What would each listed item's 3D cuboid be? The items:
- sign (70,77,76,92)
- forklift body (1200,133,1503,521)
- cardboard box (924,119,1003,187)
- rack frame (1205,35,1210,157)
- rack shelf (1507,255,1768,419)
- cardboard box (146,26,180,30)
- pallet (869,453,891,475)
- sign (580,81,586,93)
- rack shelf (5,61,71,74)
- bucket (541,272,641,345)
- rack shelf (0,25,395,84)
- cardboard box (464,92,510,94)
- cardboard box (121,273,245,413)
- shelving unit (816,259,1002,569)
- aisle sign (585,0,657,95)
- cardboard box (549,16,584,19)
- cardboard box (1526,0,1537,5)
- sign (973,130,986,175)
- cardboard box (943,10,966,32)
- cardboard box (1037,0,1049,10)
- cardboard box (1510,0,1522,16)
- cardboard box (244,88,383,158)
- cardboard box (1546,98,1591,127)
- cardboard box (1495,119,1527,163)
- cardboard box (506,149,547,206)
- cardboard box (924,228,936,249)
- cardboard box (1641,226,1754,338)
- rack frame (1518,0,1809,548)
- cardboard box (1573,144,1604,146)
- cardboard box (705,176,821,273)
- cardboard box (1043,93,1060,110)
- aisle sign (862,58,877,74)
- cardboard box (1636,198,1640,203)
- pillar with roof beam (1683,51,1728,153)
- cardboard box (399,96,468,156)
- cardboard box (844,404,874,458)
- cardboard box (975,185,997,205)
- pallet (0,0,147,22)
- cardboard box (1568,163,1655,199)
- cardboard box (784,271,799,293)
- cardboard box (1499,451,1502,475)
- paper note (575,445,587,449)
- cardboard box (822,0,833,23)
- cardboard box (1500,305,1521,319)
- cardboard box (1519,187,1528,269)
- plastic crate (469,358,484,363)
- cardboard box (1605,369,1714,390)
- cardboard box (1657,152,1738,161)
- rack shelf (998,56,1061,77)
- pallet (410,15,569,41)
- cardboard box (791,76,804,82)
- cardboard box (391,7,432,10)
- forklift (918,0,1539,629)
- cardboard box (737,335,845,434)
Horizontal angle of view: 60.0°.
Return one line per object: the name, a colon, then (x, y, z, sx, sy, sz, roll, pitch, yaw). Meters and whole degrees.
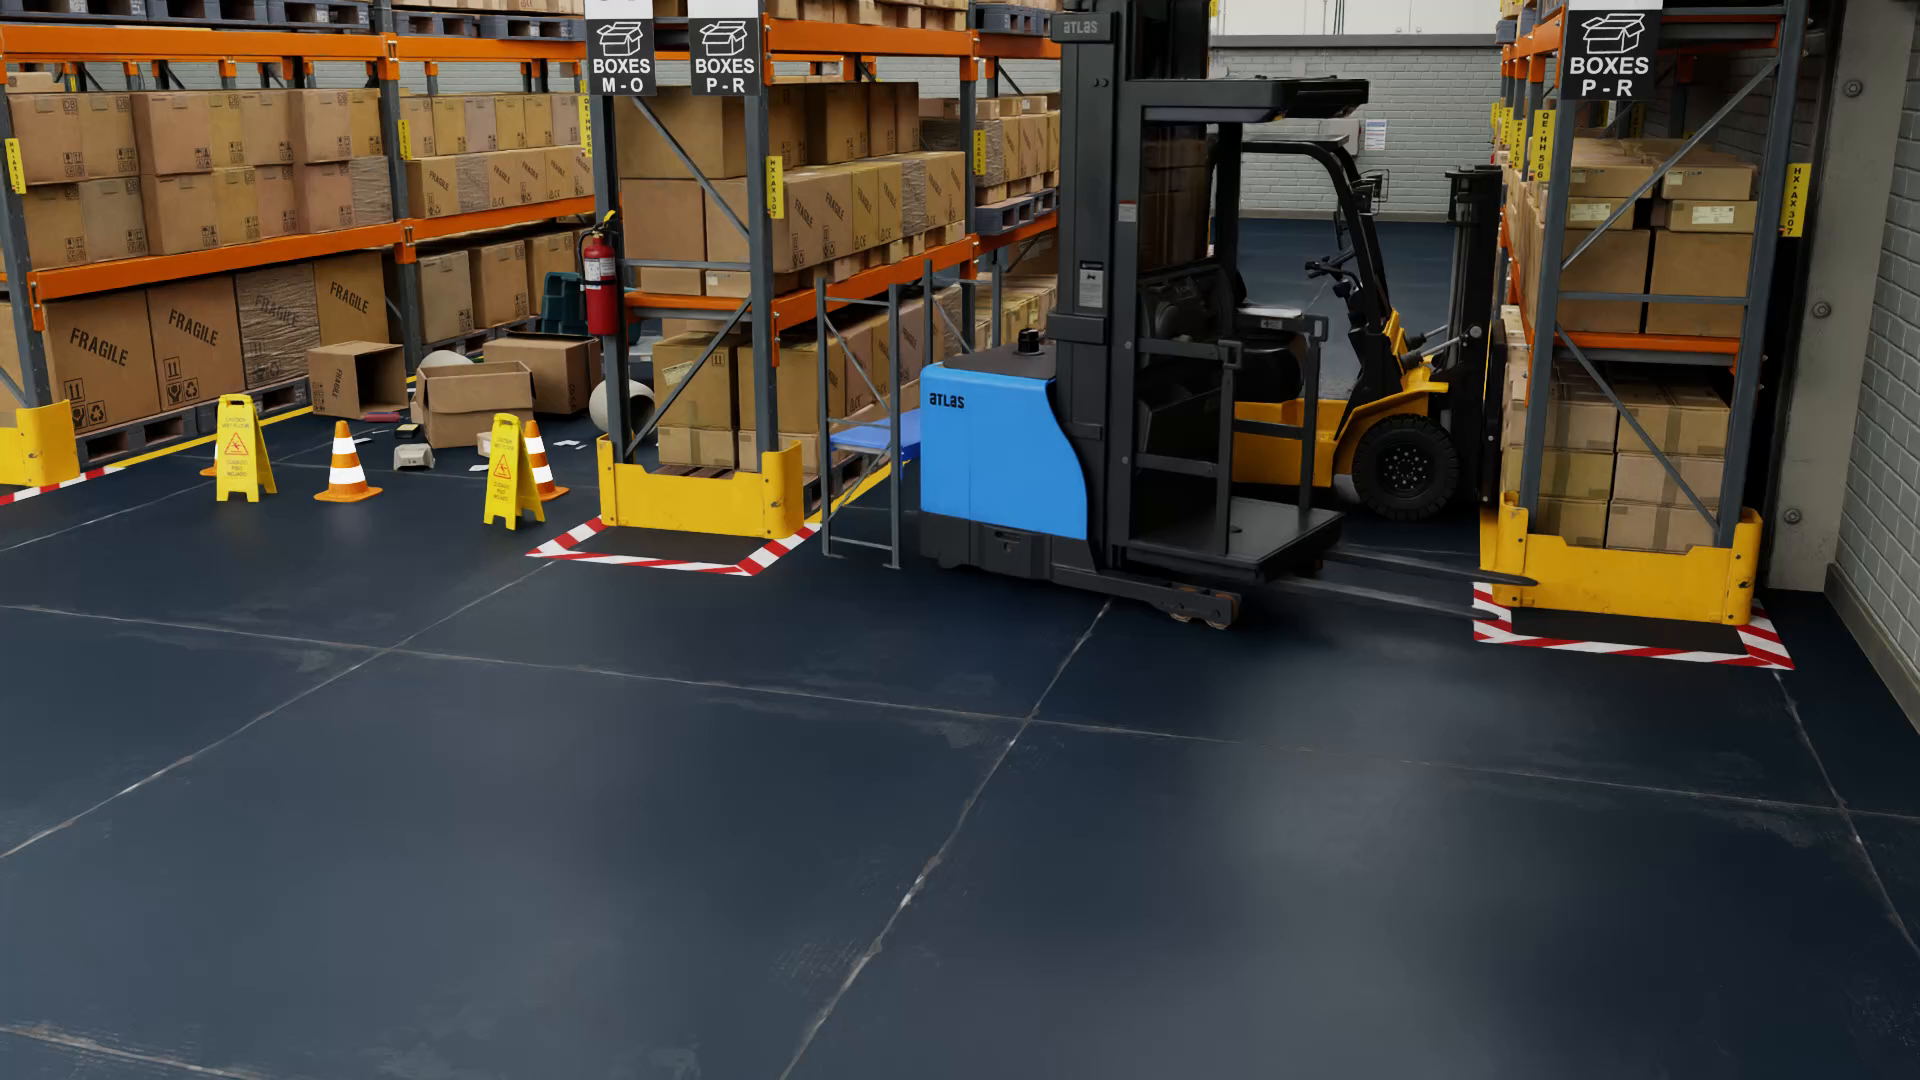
sign: (-15.440, -7.897, 28.974, 0.100, 0.325, 0.005, 5, 16, 16)
forklift body: (2.035, -1.358, 10.176, 2.313, 2.155, 1.214, 5, 16, 16)
cardboard box: (0.030, -3.053, 13.098, 0.500, 0.500, 0.500, 5, 17, 17)
rack frame: (3.032, -5.699, 23.924, 1.000, 3.000, 0.127, 5, 16, 16)
rack shelf: (3.813, -1.306, 9.755, 1.077, 0.370, 4.000, 5, 16, 16)
cardboard box: (-8.771, -5.471, 17.898, 0.500, 0.250, 0.500, 5, 16, 16)
pallet: (-0.880, -0.719, 11.478, 1.003, 0.211, 1.213, 5, 16, 16)
sign: (-5.953, -7.092, 26.282, 0.100, 0.325, 0.005, 5, 16, 16)
rack shelf: (-16.535, -7.810, 27.189, 1.077, 0.370, 4.000, 5, 16, 16)
bucket: (-2.981, -1.859, 13.599, 0.726, 0.611, 0.620, 11, 9, 35)
rack shelf: (-5.721, -3.490, 11.959, 1.077, 0.370, 4.000, 5, 16, 16)
cardboard box: (-7.148, -6.527, 25.201, 0.500, 0.500, 0.500, 4, 16, 14)
cardboard box: (-5.912, -1.463, 12.114, 0.875, 0.875, 0.875, 4, 16, 15)
shelving unit: (-0.258, -0.724, 9.132, 0.538, 1.500, 1.048, 10, 18, 31)
aisle sign: (-1.811, -2.770, 8.833, 0.394, 0.787, 0.004, 5, 16, 16)
cardboard box: (-4.097, -5.623, 17.978, 0.500, 0.500, 0.500, 5, 16, 16)
cardboard box: (5.032, -4.653, 13.603, 0.700, 0.500, 0.500, 4, 16, 15)
sign: (0.144, -2.936, 12.596, 0.100, 0.325, 0.005, 5, 16, 16)
cardboard box: (-0.175, -3.775, 12.105, 0.380, 0.149, 0.250, 5, 17, 16)
cardboard box: (0.437, -4.520, 13.777, 0.500, 0.250, 0.500, 4, 16, 15)
cardboard box: (5.777, -5.389, 16.843, 0.380, 0.149, 0.250, 5, 17, 17)
cardboard box: (-5.291, -3.414, 13.616, 0.875, 0.550, 0.550, 5, 16, 16)
cardboard box: (7.334, -5.069, 20.059, 0.500, 0.500, 0.500, 4, 16, 14)
cardboard box: (6.156, -4.274, 17.947, 0.700, 0.500, 0.500, 5, 17, 16)
cardboard box: (-4.314, -3.477, 15.908, 0.500, 0.500, 0.500, 5, 17, 17)
cardboard box: (-0.391, -2.203, 12.058, 0.380, 0.149, 0.250, 5, 17, 16)
cardboard box: (3.652, -1.285, 8.179, 0.500, 0.500, 0.500, 5, 17, 18)
rack frame: (3.245, -1.129, 7.812, 1.000, 3.000, 0.127, 5, 16, 16)
cardboard box: (3.736, -2.346, 10.186, 0.380, 0.149, 0.250, 4, 16, 15)
cardboard box: (-1.114, -1.806, 9.472, 0.500, 0.500, 0.500, 4, 16, 15)
cardboard box: (1.133, -4.245, 16.783, 0.500, 0.500, 0.500, 4, 16, 14)
aisle sign: (-1.434, -7.303, 24.814, 0.394, 0.787, 0.004, 5, 16, 16)
cardboard box: (4.099, -2.028, 9.611, 0.380, 0.149, 0.250, 4, 16, 14)
pillar with roof beam: (1.885, -6.031, 14.100, 9.100, 9.000, 0.400, 5, 16, 16)
cardboard box: (-4.873, -3.711, 14.900, 0.700, 0.500, 0.500, 4, 16, 15)
cardboard box: (-0.868, -0.714, 10.621, 0.500, 0.250, 0.500, 5, 17, 18)
cardboard box: (0.082, -2.760, 13.256, 0.380, 0.149, 0.250, 5, 17, 17)
pallet: (-6.089, -3.465, 10.716, 1.003, 0.211, 1.213, 5, 16, 16)
cardboard box: (3.145, -1.742, 8.057, 0.380, 0.149, 0.250, 5, 16, 16)
cardboard box: (-1.162, -1.532, 9.693, 0.380, 0.149, 0.250, 5, 17, 17)
cardboard box: (3.503, -0.553, 10.050, 0.500, 0.250, 0.500, 5, 17, 18)
paper note: (-2.643, -0.650, 11.601, 0.032, 0.001, 0.123, 5, 16, 16)
cardboard box: (-0.966, -3.105, 9.744, 0.380, 0.149, 0.250, 5, 16, 16)
cardboard box: (3.944, -1.433, 11.323, 0.500, 0.250, 0.500, 4, 16, 15)
cardboard box: (3.873, -1.990, 10.665, 0.500, 0.500, 0.500, 5, 17, 17)
plastic crate: (-3.946, -1.444, 13.973, 0.662, 0.188, 0.450, -15, 11, -41)
cardboard box: (3.702, -0.731, 8.847, 0.500, 0.250, 0.500, 5, 16, 16)
cardboard box: (4.018, -2.035, 9.089, 0.380, 0.149, 0.250, 4, 16, 15)
rack shelf: (1.327, -5.226, 18.078, 1.077, 0.370, 4.000, 5, 16, 16)
pallet: (-4.463, -4.850, 15.780, 1.003, 0.211, 1.213, 5, 17, 18)
cardboard box: (-2.385, -5.918, 22.135, 0.500, 0.500, 0.500, 4, 16, 14)
cardboard box: (-5.013, -4.878, 14.854, 0.500, 0.250, 0.500, 4, 16, 15)
forklift: (1.283, -1.155, 8.029, 3.031, 2.935, 1.130, 10, 19, 33)
cardboard box: (-1.014, -0.949, 10.072, 0.500, 0.500, 0.500, 4, 16, 14)
